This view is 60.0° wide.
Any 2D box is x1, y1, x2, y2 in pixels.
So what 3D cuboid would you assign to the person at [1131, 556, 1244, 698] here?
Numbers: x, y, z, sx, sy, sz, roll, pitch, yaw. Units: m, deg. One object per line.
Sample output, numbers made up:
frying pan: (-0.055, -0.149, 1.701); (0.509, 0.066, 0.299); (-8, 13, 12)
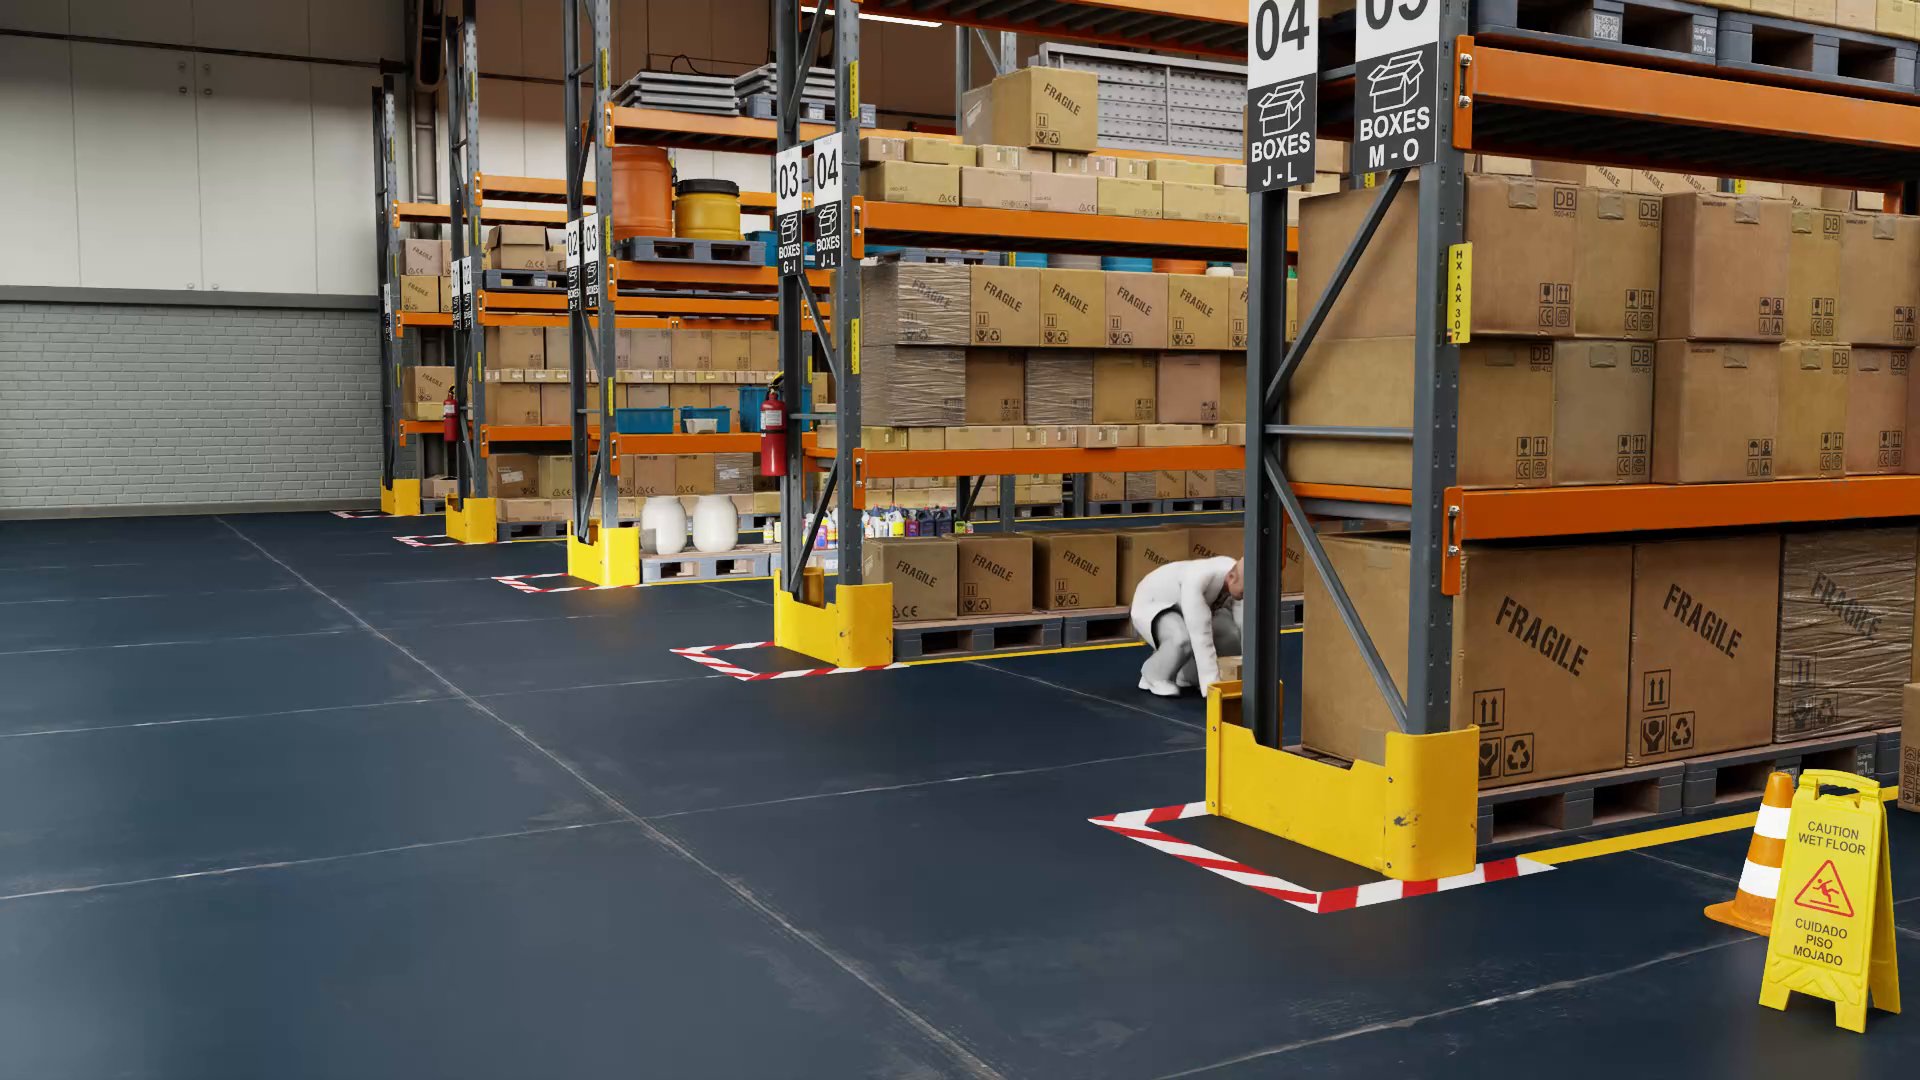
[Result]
person: (1.309, 0.503, 9.071); (0.579, 0.837, 0.928); (-3, 6, -29)
